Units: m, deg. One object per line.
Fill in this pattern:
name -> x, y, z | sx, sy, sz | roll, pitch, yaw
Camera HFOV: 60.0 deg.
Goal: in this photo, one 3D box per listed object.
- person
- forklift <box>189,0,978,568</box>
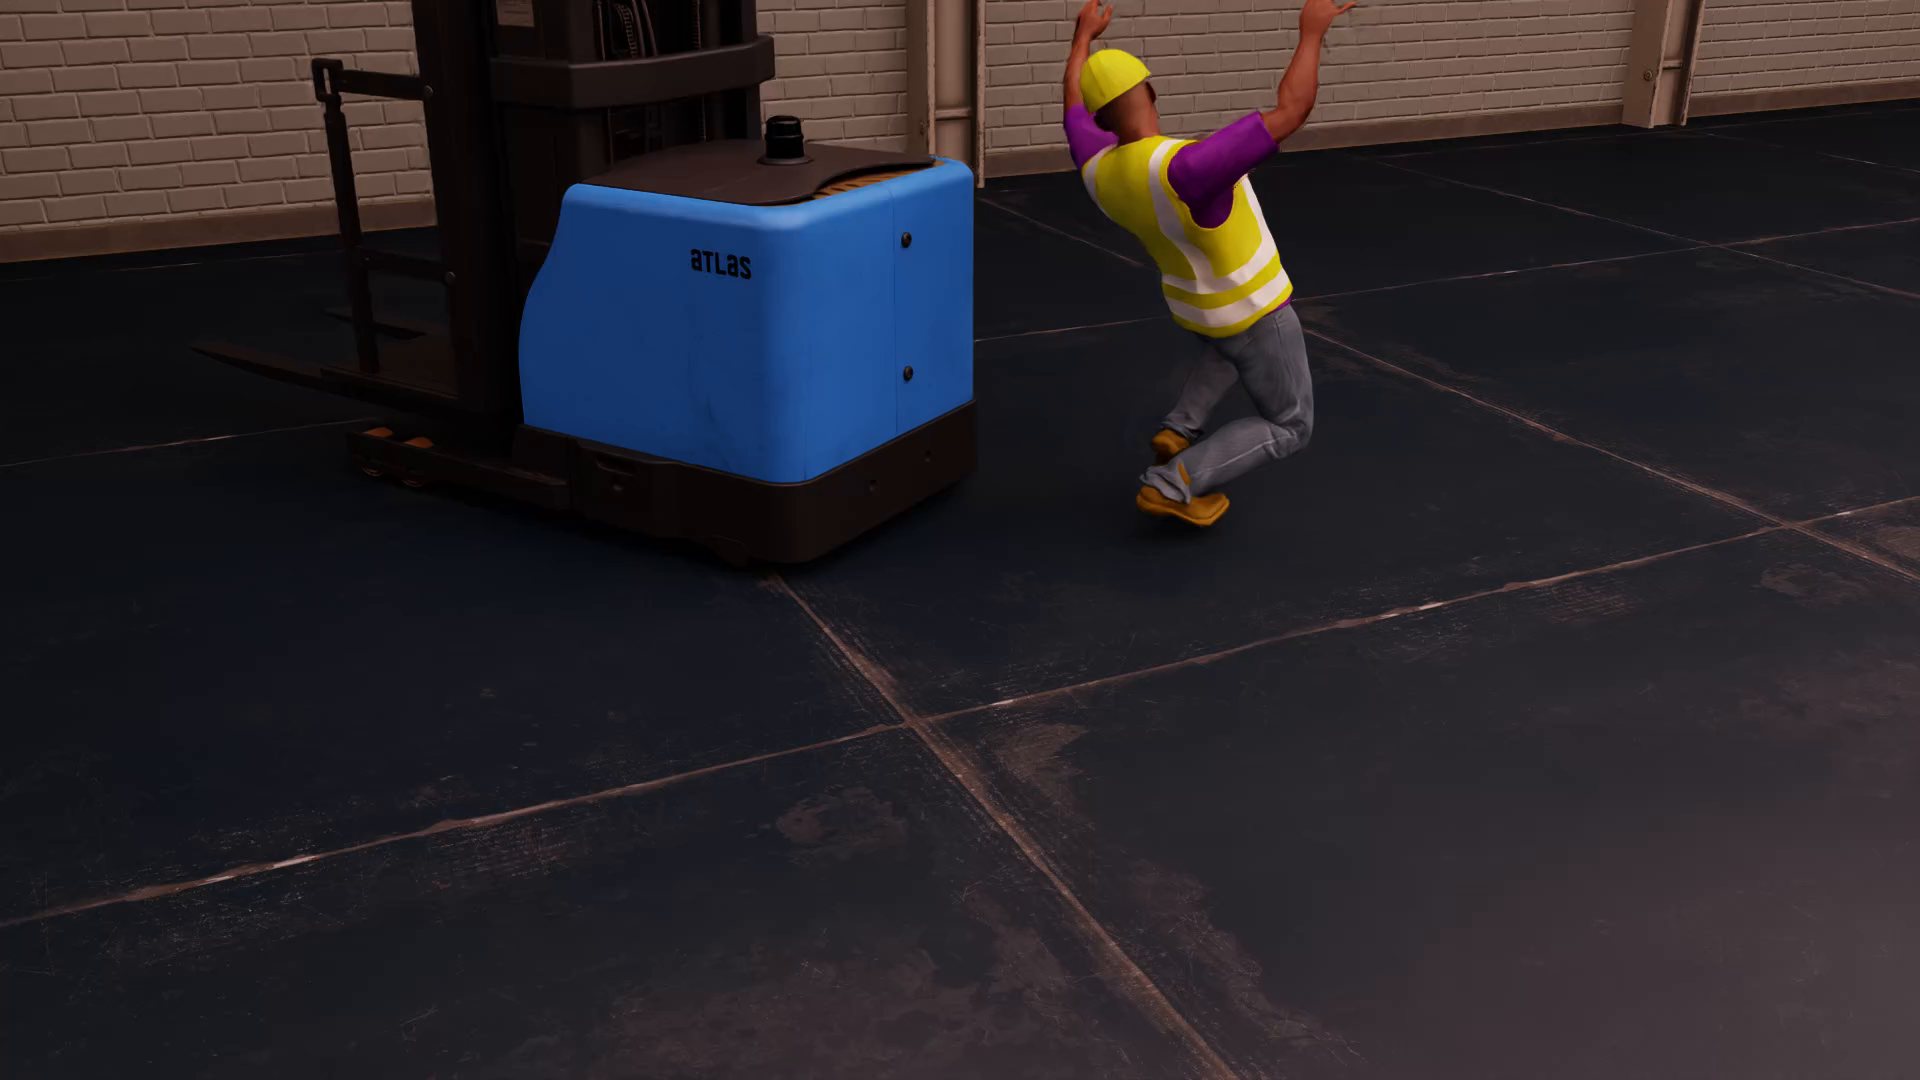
person -> 0.673, -0.876, 5.091 | 0.807, 1.662, 1.083 | -10, 24, -22
forklift -> -1.463, -1.683, 5.337 | 3.031, 2.935, 1.130 | 14, 26, 29
